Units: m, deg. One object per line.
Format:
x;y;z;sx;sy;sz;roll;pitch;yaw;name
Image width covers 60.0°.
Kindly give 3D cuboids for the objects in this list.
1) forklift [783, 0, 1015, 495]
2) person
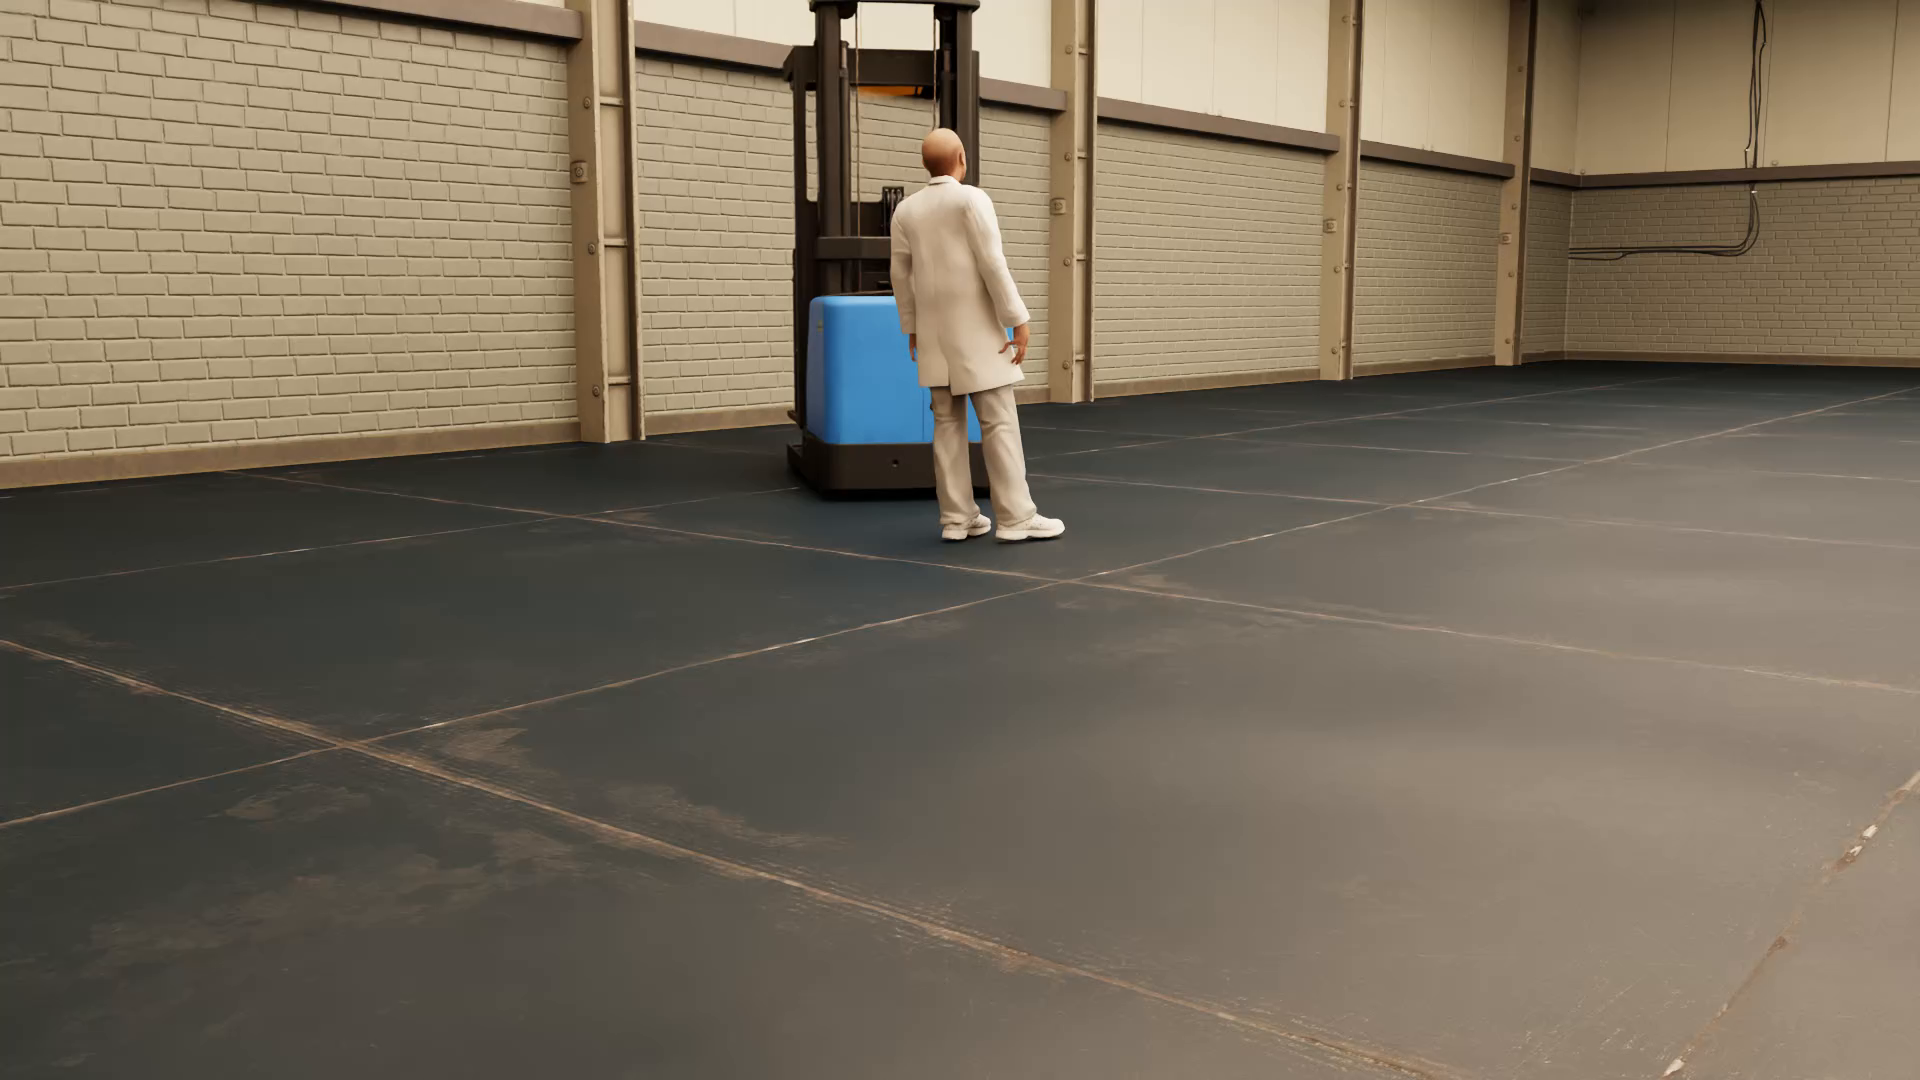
-0.475;-1.867;10.043;1.130;2.935;3.031;-2;8;-11;forklift
0.060;-0.897;7.344;0.698;1.779;0.577;7;11;38;person
